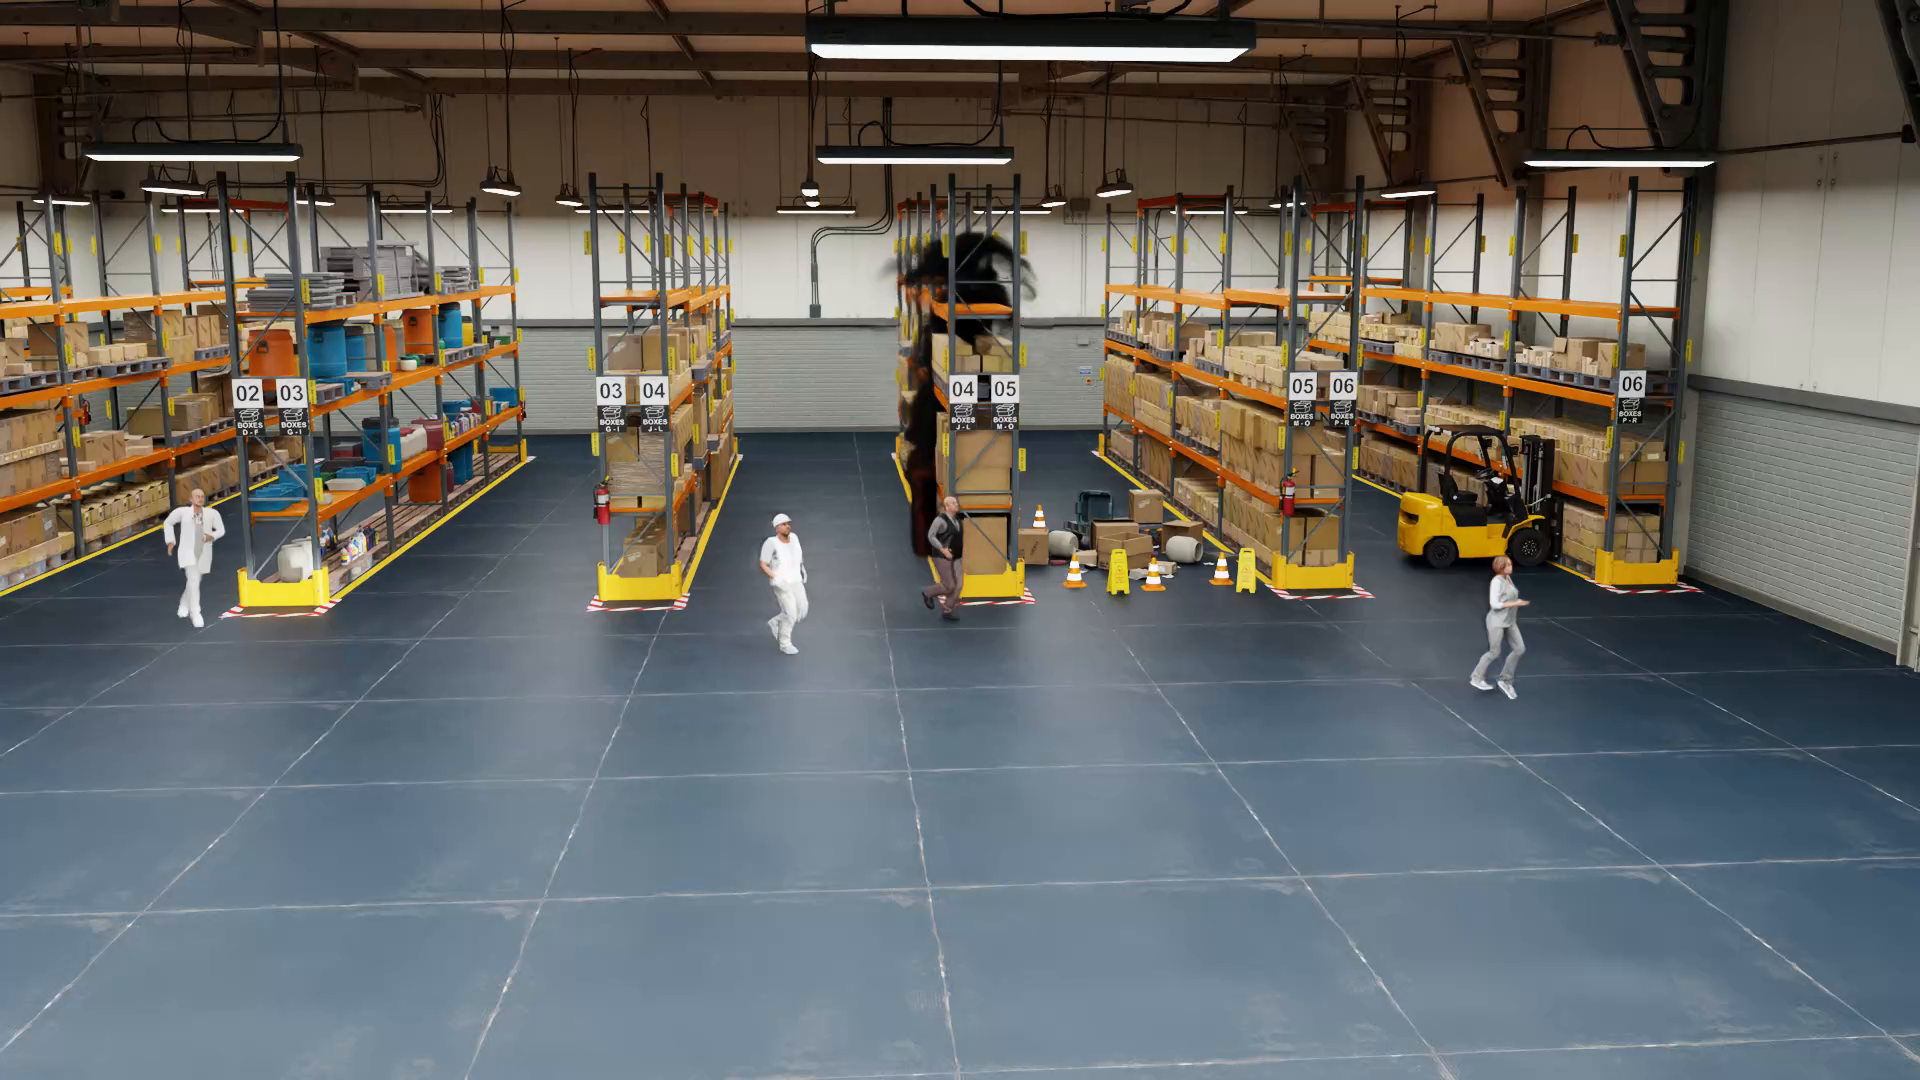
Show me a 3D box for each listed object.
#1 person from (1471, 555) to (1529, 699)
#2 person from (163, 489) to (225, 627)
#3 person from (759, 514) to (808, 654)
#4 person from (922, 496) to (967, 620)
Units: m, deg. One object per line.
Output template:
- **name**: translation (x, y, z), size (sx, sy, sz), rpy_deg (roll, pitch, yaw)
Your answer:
- **person**: translation (6.064, 0.973, 18.602), size (0.514, 1.635, 0.660), rpy_deg (-9, 13, -41)
- **person**: translation (-10.248, 0.206, 22.399), size (0.704, 1.773, 0.964), rpy_deg (-9, 13, -40)
- **person**: translation (-2.202, 0.531, 20.718), size (0.558, 1.745, 0.678), rpy_deg (8, 13, 38)
- **person**: translation (-0.193, 0.236, 22.625), size (0.643, 1.681, 0.650), rpy_deg (9, 13, 41)
